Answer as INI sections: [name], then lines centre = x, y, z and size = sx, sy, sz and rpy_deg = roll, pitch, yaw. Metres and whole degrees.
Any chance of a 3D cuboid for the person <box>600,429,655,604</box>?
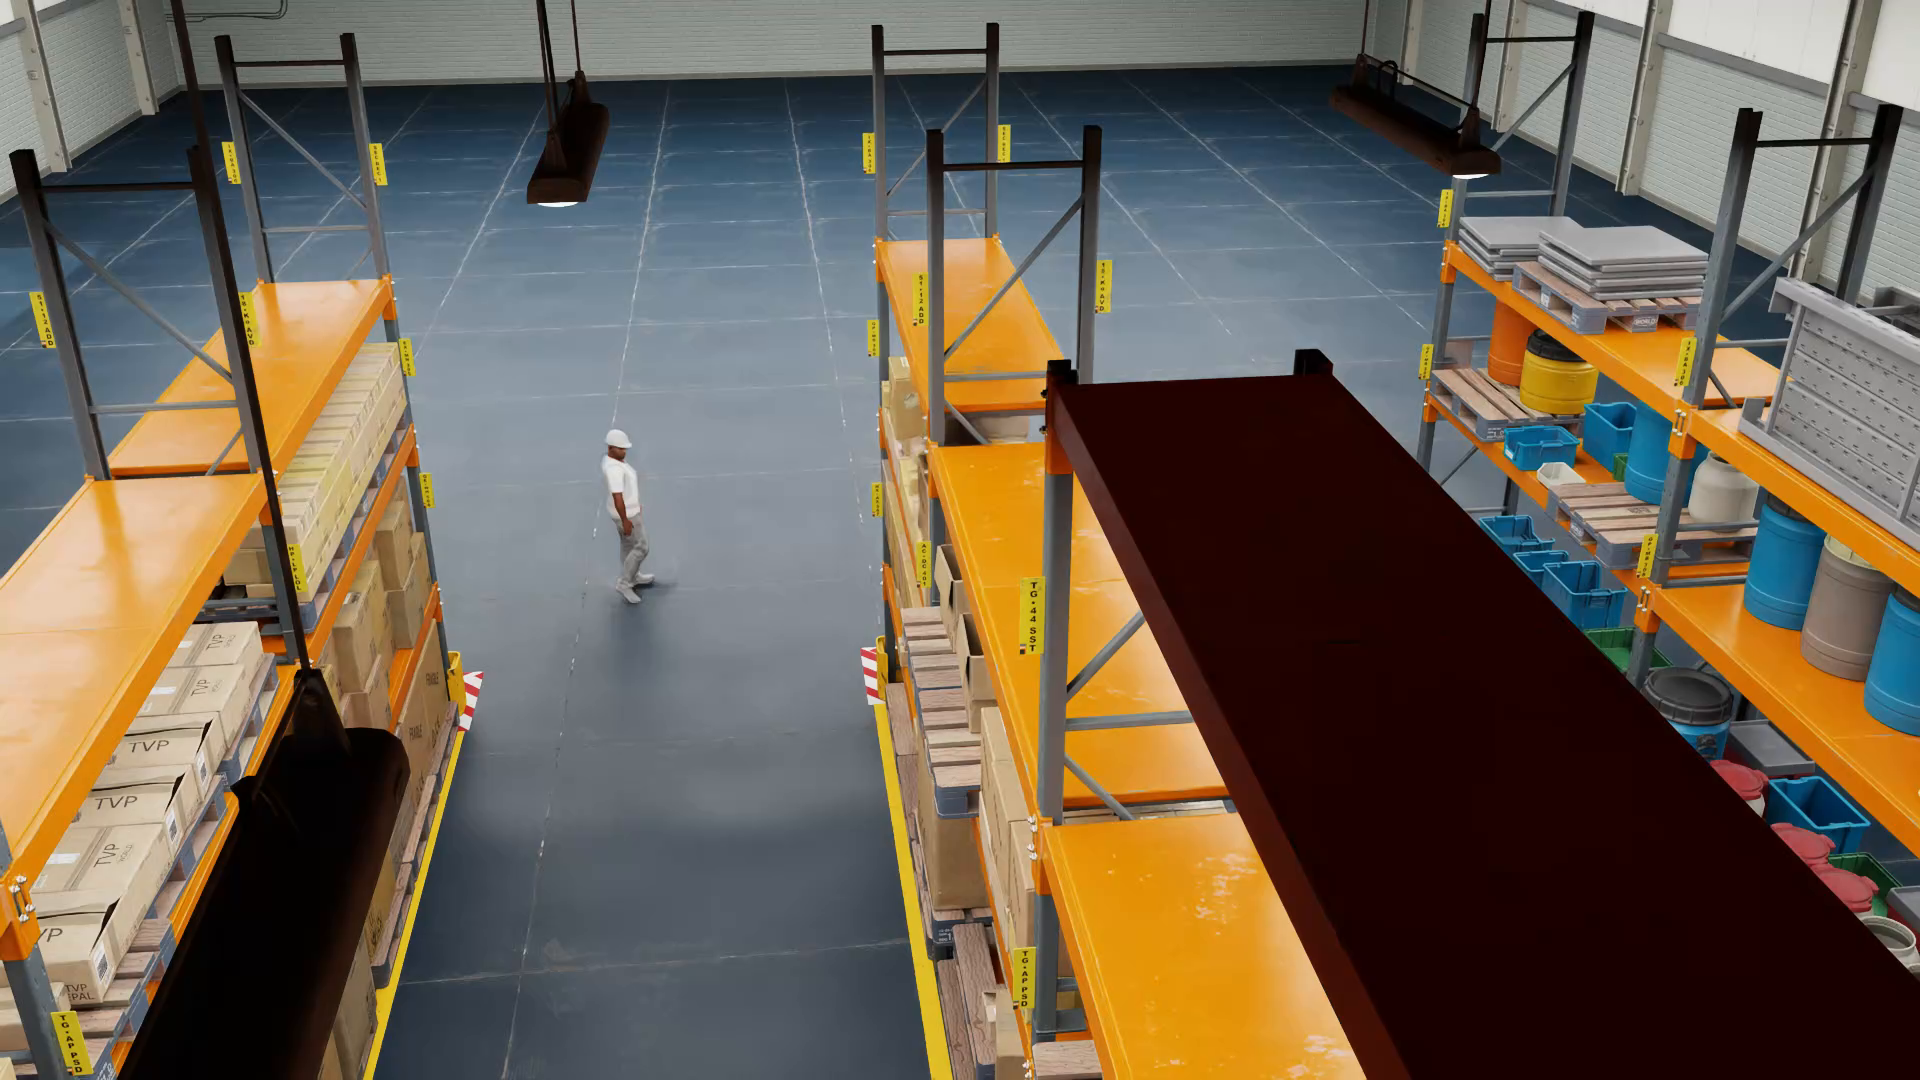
[person]
centre = -3.402, -0.274, 17.057
size = 0.473, 1.799, 0.656
rpy_deg = -10, 27, -21
